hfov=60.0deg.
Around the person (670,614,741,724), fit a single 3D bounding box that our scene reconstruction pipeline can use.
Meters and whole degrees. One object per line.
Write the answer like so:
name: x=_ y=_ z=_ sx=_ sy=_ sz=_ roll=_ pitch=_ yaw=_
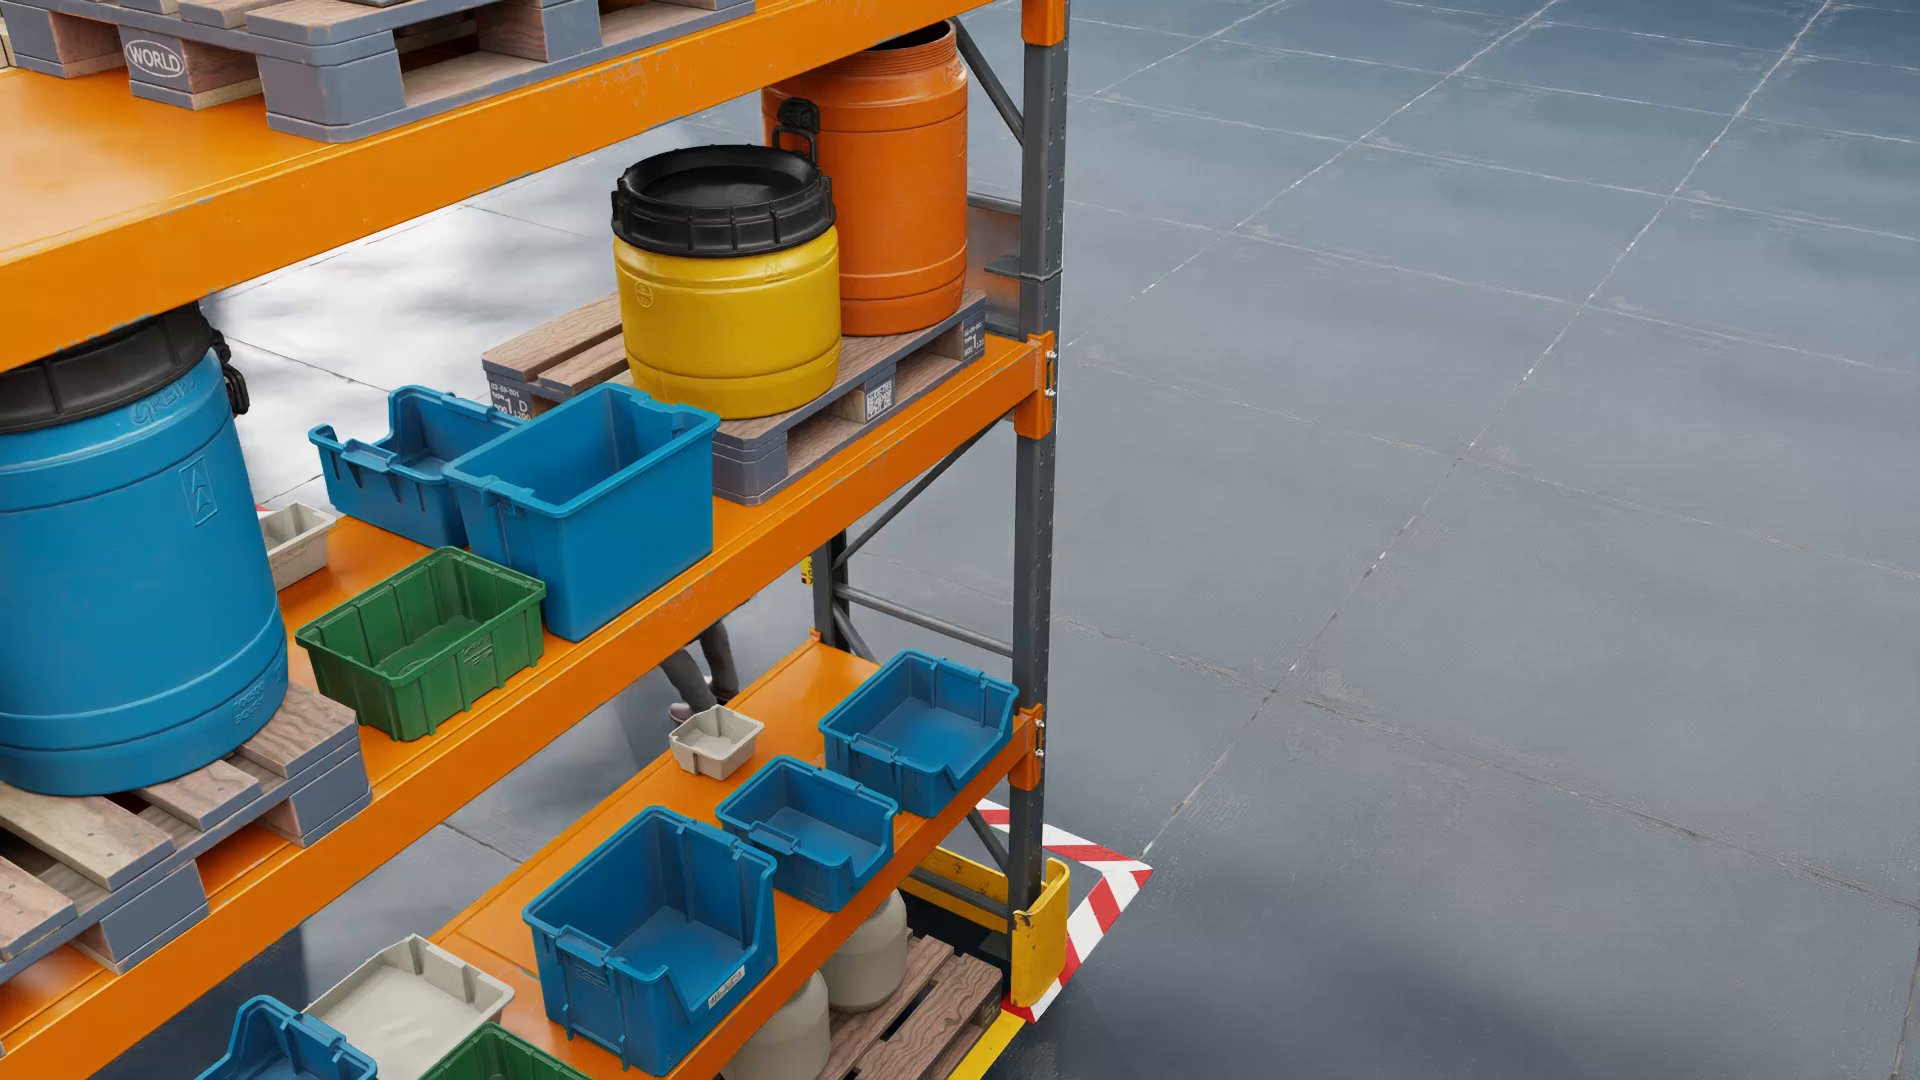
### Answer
person: x=-1.293 y=0.130 z=7.976 sx=0.522 sy=1.646 sz=0.450 roll=18 pitch=35 yaw=28
